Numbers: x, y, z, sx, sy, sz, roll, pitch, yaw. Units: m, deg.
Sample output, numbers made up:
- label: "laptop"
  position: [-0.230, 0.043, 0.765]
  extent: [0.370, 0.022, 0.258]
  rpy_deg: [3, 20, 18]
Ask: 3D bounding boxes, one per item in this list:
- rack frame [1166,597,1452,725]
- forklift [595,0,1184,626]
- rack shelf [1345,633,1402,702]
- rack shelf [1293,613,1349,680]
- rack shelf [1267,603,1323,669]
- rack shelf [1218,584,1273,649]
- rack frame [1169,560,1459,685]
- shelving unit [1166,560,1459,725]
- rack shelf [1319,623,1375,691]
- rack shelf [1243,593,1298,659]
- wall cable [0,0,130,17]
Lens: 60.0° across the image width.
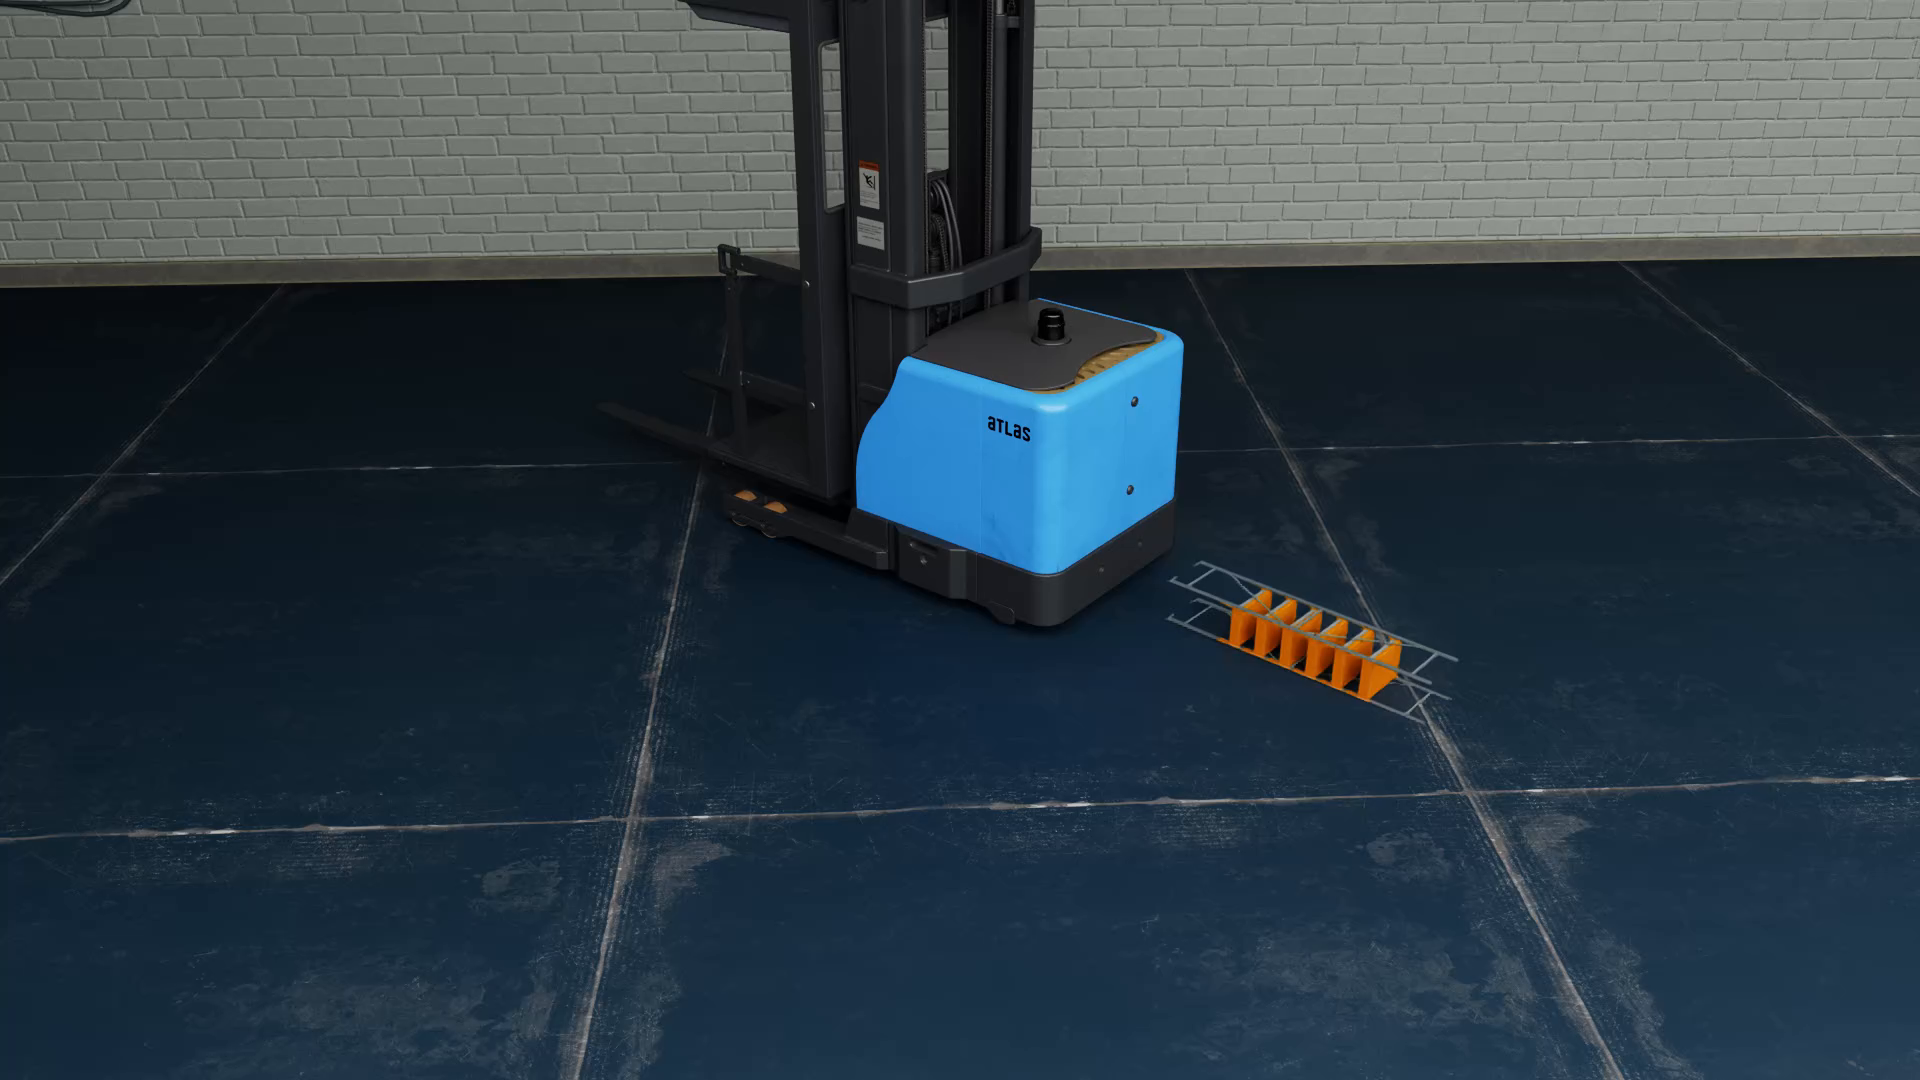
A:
- label: "rack frame"
  position: [1.408, 0.481, 6.814]
  extent: [1.200, 0.006, 0.240]
  rpy_deg: [23, 35, 36]
- label: "forklift"
  position: [-0.495, -1.480, 7.419]
  extent: [3.031, 2.935, 1.130]
  rpy_deg: [20, 34, 33]
- label: "rack shelf"
  position: [1.645, 0.498, 6.587]
  extent: [0.103, 0.180, 0.258]
  rpy_deg: [23, 35, 36]
- label: "rack shelf"
  position: [1.465, 0.423, 6.727]
  extent: [0.103, 0.180, 0.258]
  rpy_deg: [23, 35, 36]
- label: "rack shelf"
  position: [1.375, 0.386, 6.797]
  extent: [0.103, 0.180, 0.258]
  rpy_deg: [23, 35, 36]
- label: "rack shelf"
  position: [1.195, 0.311, 6.938]
  extent: [0.103, 0.180, 0.258]
  rpy_deg: [23, 35, 36]
- label: "rack frame"
  position: [1.409, 0.319, 6.729]
  extent: [1.200, 0.006, 0.240]
  rpy_deg: [23, 35, 36]
- label: "shelving unit"
  position: [1.408, 0.400, 6.771]
  extent: [1.200, 0.189, 0.258]
  rpy_deg: [23, 35, 36]
- label: "rack shelf"
  position: [1.555, 0.461, 6.657]
  extent: [0.103, 0.180, 0.258]
  rpy_deg: [23, 35, 36]
- label: "rack shelf"
  position: [1.285, 0.349, 6.868]
  extent: [0.103, 0.180, 0.258]
  rpy_deg: [23, 35, 36]
- label: "wall cable"
  position: [-6.461, -4.253, 9.532]
  extent: [3.097, 2.526, 0.112]
  rpy_deg: [-1, 28, -3]
